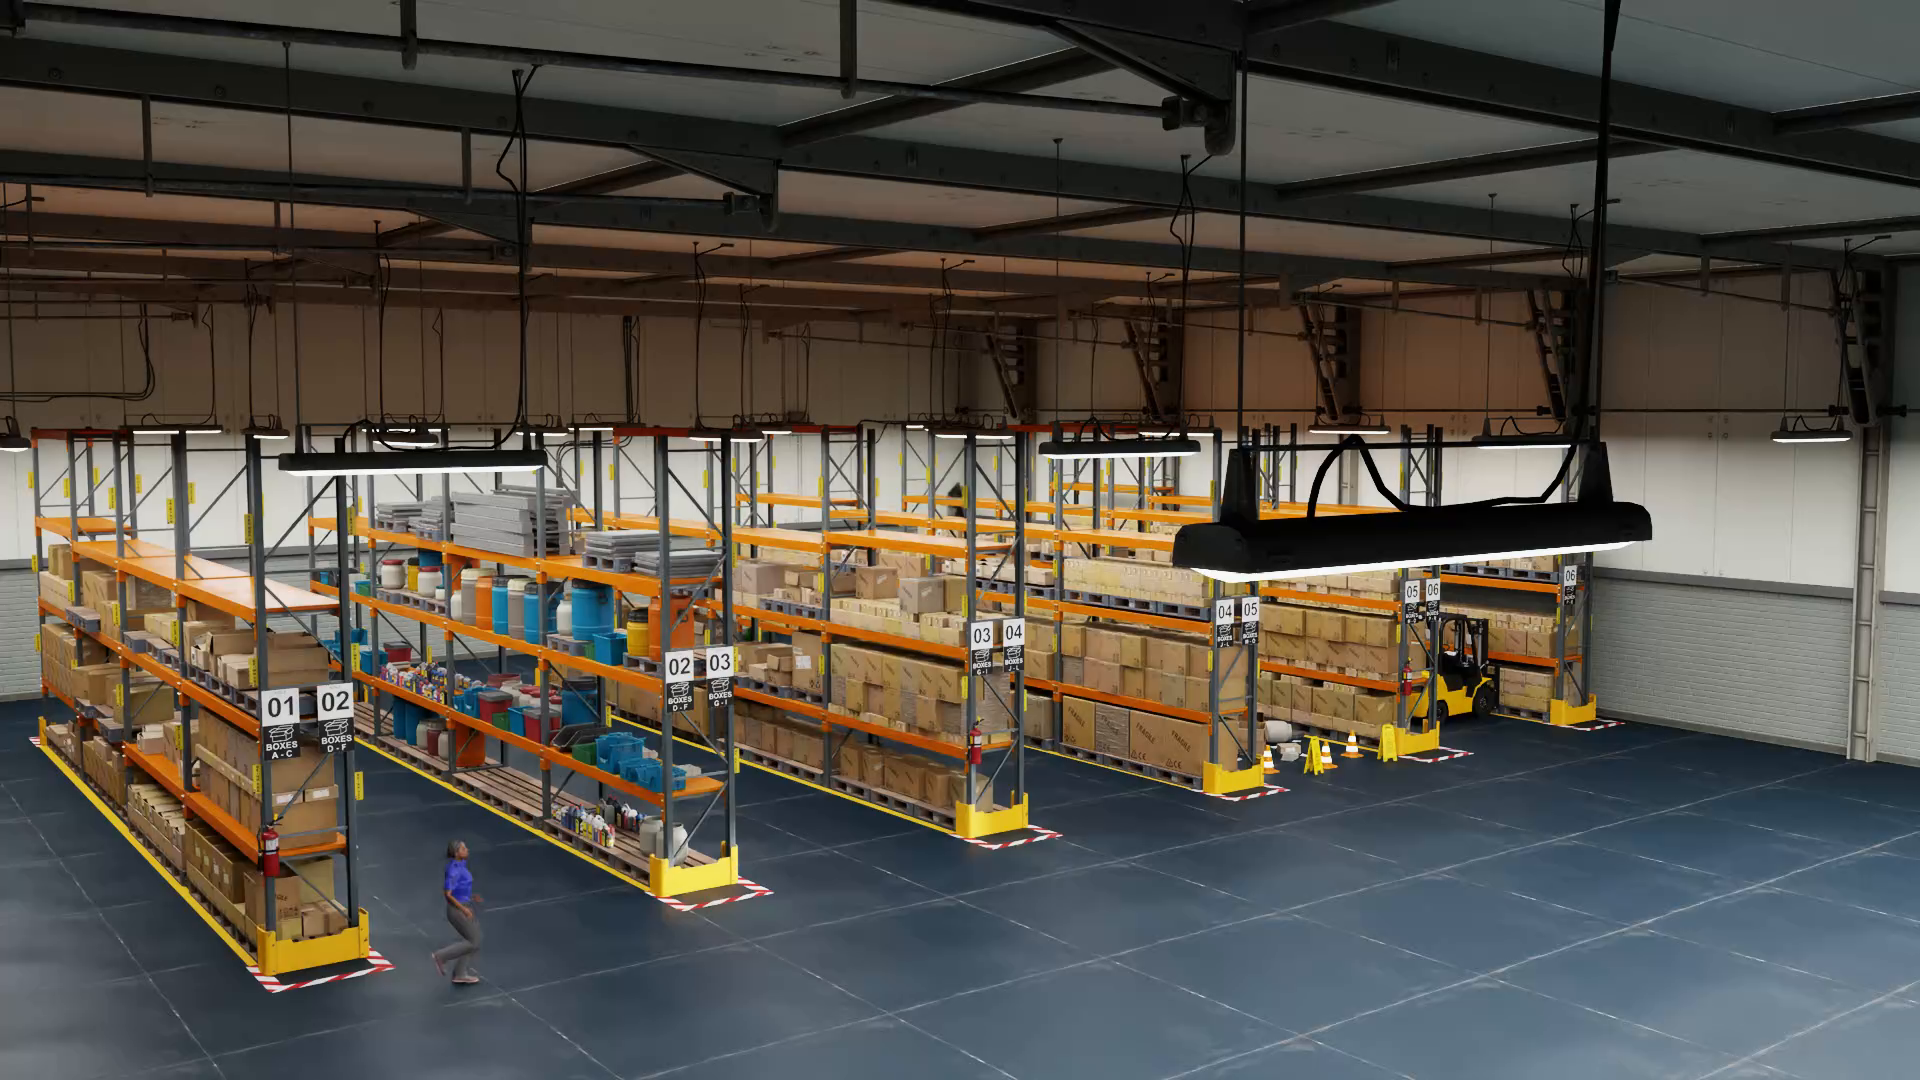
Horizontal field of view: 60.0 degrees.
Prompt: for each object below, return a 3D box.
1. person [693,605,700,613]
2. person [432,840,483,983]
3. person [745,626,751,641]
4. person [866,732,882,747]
[{"bbox_3d":[-6.409,2.380,39.578,0.733,1.709,0.603,-1,5,-11],"label":"person"},{"bbox_3d":[-5.534,4.097,18.304,0.561,1.614,0.585,-1,5,-18],"label":"person"},{"bbox_3d":[-5.192,2.180,41.848,0.808,1.766,0.720,1,5,10],"label":"person"},{"bbox_3d":[-1.567,3.054,31.349,0.694,1.677,0.676,-3,6,-37],"label":"person"}]
